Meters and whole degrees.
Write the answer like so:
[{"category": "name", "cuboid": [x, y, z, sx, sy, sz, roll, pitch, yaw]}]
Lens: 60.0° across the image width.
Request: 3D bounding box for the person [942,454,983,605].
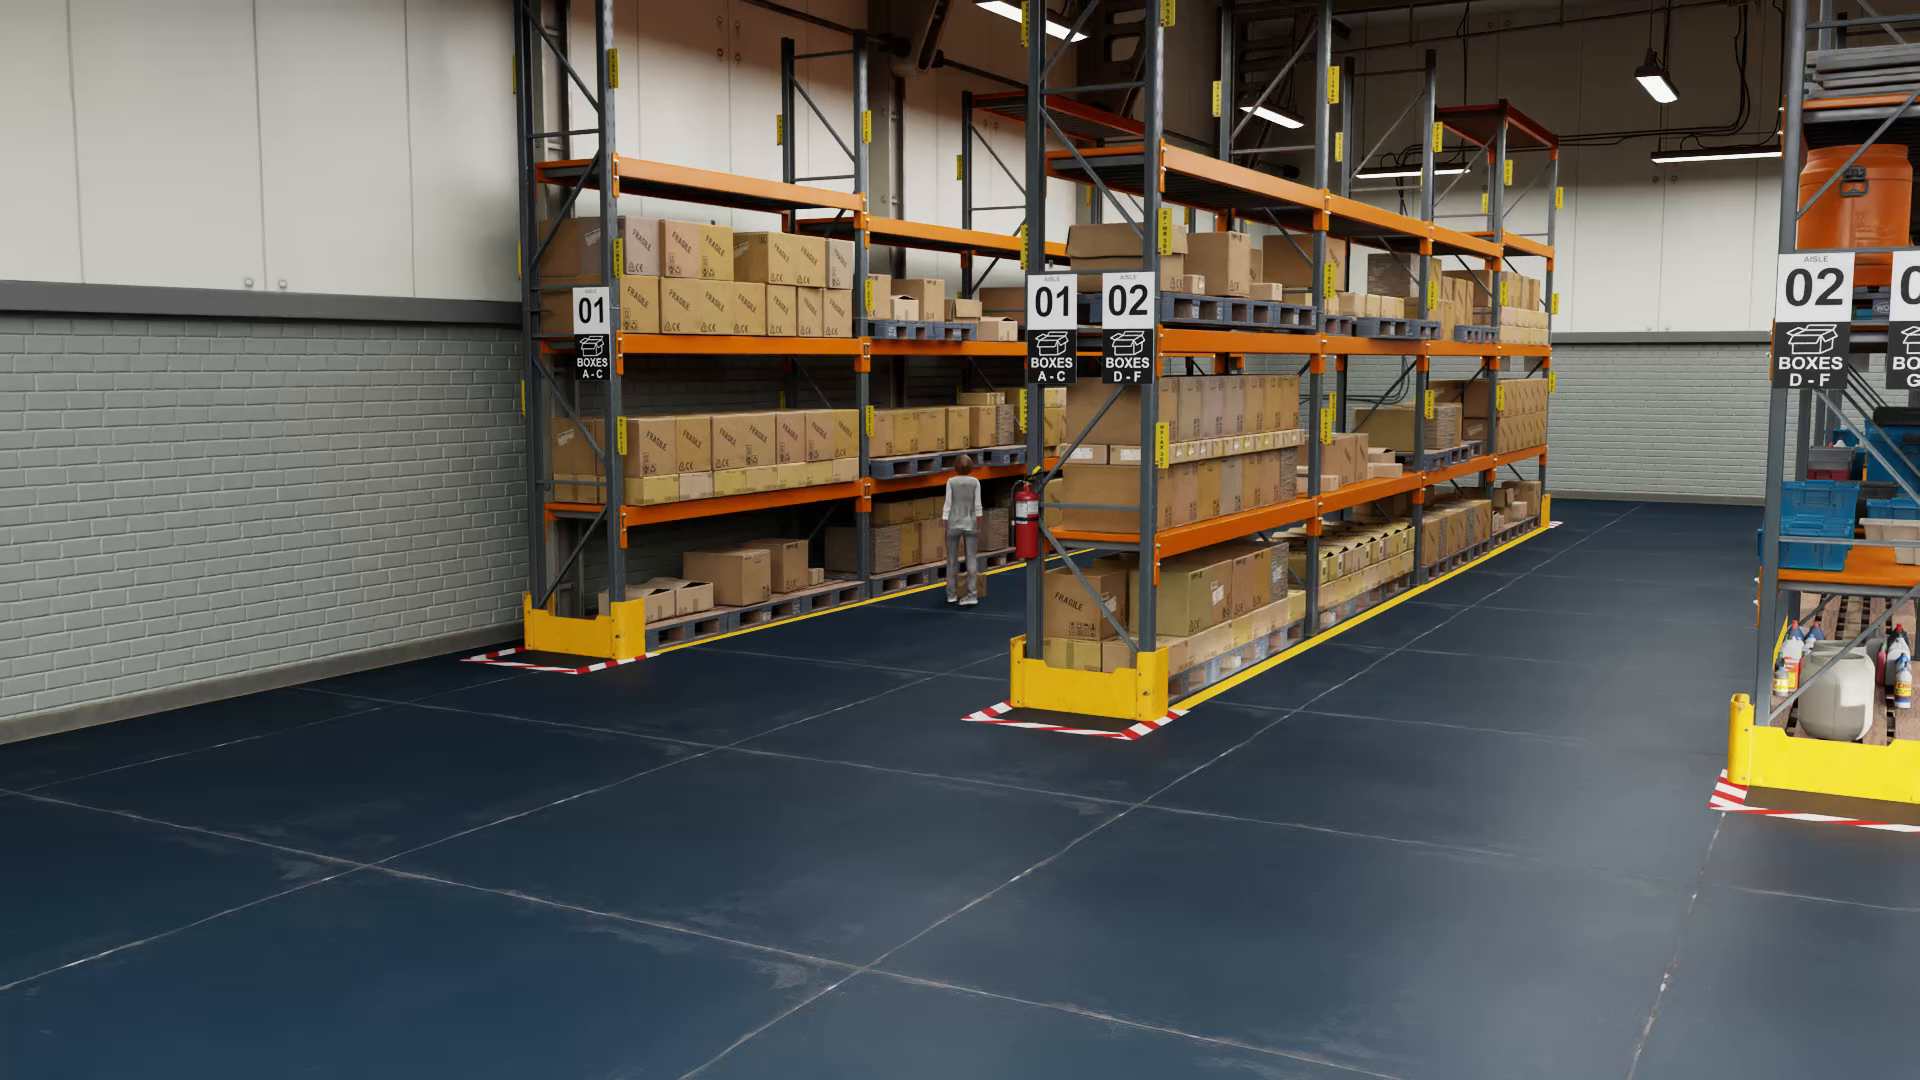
[{"category": "person", "cuboid": [0.022, -0.119, 17.599, 0.426, 1.591, 0.599, 0, 6, -3]}]
